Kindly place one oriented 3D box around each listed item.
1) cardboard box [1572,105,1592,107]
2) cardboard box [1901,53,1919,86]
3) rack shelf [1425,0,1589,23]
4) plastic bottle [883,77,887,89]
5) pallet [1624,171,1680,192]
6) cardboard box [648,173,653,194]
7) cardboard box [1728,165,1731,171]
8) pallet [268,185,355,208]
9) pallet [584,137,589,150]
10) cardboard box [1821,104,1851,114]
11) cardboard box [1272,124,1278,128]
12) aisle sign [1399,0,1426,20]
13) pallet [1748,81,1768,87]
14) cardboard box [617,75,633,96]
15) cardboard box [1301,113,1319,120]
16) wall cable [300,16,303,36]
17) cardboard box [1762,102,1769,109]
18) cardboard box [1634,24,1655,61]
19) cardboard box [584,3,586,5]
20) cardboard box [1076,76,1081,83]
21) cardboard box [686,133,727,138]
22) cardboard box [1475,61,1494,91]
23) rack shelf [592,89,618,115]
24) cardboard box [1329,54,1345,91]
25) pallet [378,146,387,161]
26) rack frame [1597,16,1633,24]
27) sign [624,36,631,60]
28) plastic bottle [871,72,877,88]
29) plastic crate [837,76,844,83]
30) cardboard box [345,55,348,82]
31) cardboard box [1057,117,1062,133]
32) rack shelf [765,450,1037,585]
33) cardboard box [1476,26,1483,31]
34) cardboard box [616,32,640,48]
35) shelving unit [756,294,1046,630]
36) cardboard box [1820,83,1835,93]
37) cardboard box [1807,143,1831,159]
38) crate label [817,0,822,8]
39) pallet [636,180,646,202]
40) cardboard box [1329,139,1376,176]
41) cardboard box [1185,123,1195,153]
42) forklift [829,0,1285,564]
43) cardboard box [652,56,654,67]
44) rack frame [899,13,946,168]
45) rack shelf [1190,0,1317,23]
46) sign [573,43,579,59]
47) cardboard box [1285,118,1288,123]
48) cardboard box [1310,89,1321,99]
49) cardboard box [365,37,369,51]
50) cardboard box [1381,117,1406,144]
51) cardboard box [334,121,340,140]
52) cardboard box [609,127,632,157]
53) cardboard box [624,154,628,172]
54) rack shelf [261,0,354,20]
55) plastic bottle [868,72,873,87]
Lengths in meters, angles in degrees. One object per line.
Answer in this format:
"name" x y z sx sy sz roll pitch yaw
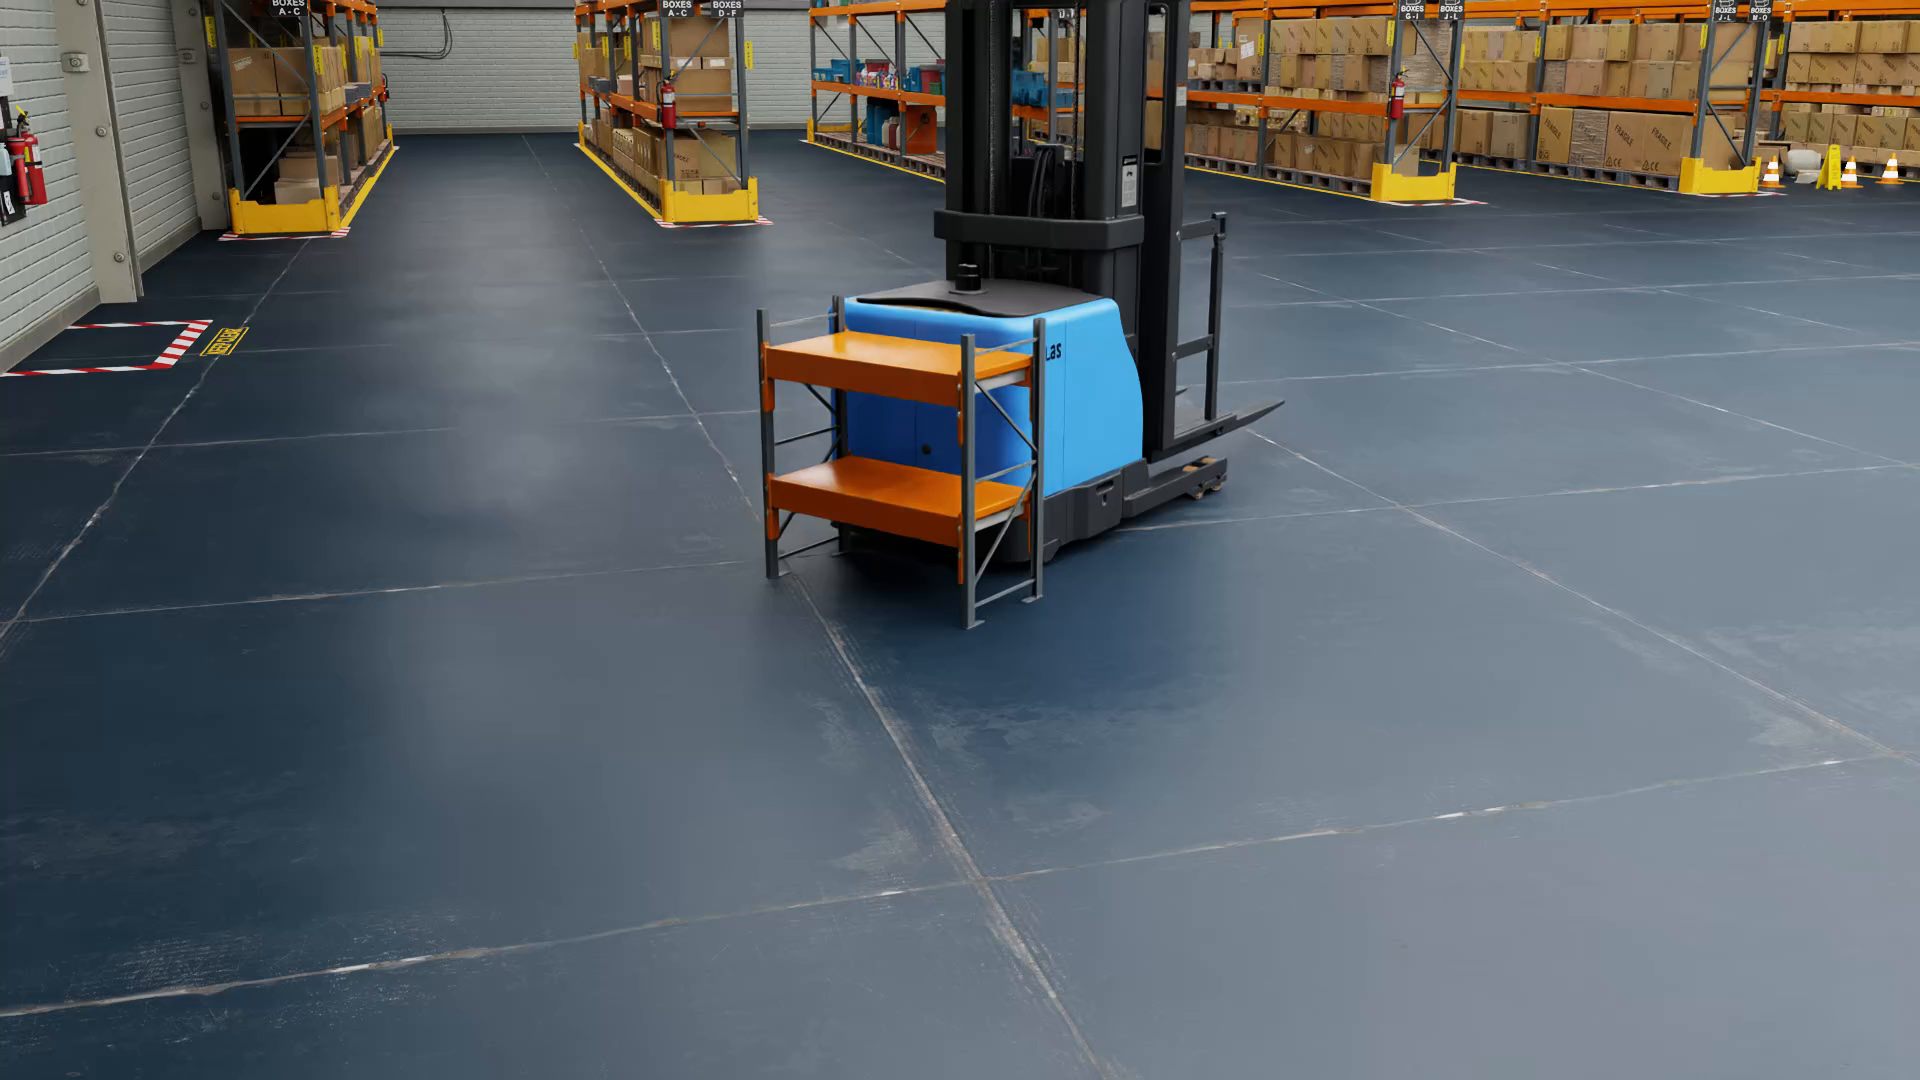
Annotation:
"cardboard box" 13.380 -8.852 34.670 0.875 0.875 0.875 -4 17 -15
"cardboard box" 15.382 -7.468 26.410 0.500 0.500 0.500 -5 17 -15
"rack shelf" 9.549 -9.343 29.379 1.077 0.370 4.000 -5 17 -15
"plastic bottle" -1.346 -8.317 30.272 0.097 0.201 0.097 0 17 0
"pallet" 10.903 -5.471 25.298 1.003 0.211 1.213 -5 17 -15
"cardboard box" -3.844 -4.730 22.034 0.500 0.250 0.500 -5 17 -15
"cardboard box" 12.342 -6.059 27.160 0.396 0.266 0.258 -2 17 -6
"pallet" -8.767 -4.640 22.533 1.003 0.211 1.213 -5 17 -15
"pallet" -7.281 -8.294 34.696 1.003 0.211 1.213 -5 17 -15
"cardboard box" 14.852 -7.305 28.177 0.380 0.149 0.250 -4 17 -13
"cardboard box" 7.173 -9.192 37.064 0.380 0.149 0.250 -4 17 -14
"aisle sign" 6.130 -7.431 22.459 0.394 0.787 0.004 -5 17 -15
"pallet" 14.314 -8.587 31.160 1.003 0.211 1.213 -5 17 -15
"cardboard box" -5.264 -7.353 26.870 0.500 0.311 0.500 -5 17 -16
"cardboard box" 7.552 -9.109 35.755 0.380 0.149 0.250 -4 17 -14
"wall cable" -13.545 -10.244 34.576 0.084 1.984 1.851 -5 17 -15
"cardboard box" 17.767 -9.489 36.316 0.380 0.149 0.250 -5 17 -15
"cardboard box" 10.870 -7.597 25.390 0.875 0.550 0.550 -5 17 -15
"cardboard box" -6.939 -10.382 31.847 0.500 0.250 0.500 -5 17 -15
"cardboard box" 2.633 -9.556 34.488 0.380 0.149 0.250 -4 17 -14
"cardboard box" -3.347 -5.130 22.062 0.500 0.500 0.500 -5 17 -15
"cardboard box" 9.420 -8.149 29.191 0.500 0.500 0.500 -5 17 -15
"rack shelf" -5.873 -7.867 29.677 1.077 0.370 4.000 -5 17 -15
"cardboard box" 5.928 -6.842 24.326 0.875 0.500 0.500 -5 17 -15
"pallet" -11.318 -7.253 31.230 1.003 0.211 1.213 -5 17 -15
"rack frame" 16.304 -11.830 41.621 1.000 3.000 0.127 -5 17 -15
"sign" -4.743 -7.023 23.742 0.100 0.325 0.005 -5 17 -15
"plastic bottle" -1.580 -8.617 31.141 0.152 0.276 0.135 -5 17 -15
"plastic crate" -2.225 -9.340 33.707 0.437 0.125 0.590 -5 17 -15
"cardboard box" -9.947 -7.395 25.917 0.700 0.500 0.500 -7 18 -22
"cardboard box" 2.507 -9.414 36.542 0.875 0.875 0.875 -5 17 -15
"rack shelf" -0.237 -0.110 6.709 1.000 0.278 0.538 12 21 35
"cardboard box" 11.950 -11.586 37.770 0.380 0.149 0.250 -5 17 -16
"cardboard box" -6.282 -9.444 31.765 0.500 0.500 0.500 -4 17 -14
"shelving unit" -0.238 -0.344 6.638 1.048 1.125 0.538 12 21 35
"cardboard box" 14.864 -7.676 28.230 0.380 0.149 0.250 -4 17 -14
"cardboard box" 14.890 -6.670 28.493 0.500 0.250 0.500 -4 17 -12
"crate label" -2.815 -11.346 35.054 0.408 0.251 0.502 -5 17 -15
"pallet" -4.046 -4.993 23.707 1.003 0.211 1.213 -5 17 -15
"cardboard box" 5.895 -5.743 24.971 0.500 0.500 0.500 -3 17 -10
"cardboard box" 4.406 -7.270 30.021 0.700 0.500 0.500 -6 18 -18
"forklift" 0.675 -1.671 7.919 1.130 2.935 3.031 11 20 33
"cardboard box" -3.907 -6.392 22.217 0.380 0.149 0.250 -5 17 -16
"rack frame" -0.560 -8.049 29.032 1.000 3.000 0.127 -5 17 -15
"rack shelf" 4.752 -8.979 28.166 1.077 0.370 4.000 -5 17 -15
"sign" -8.044 -10.243 34.831 0.100 0.325 0.005 -5 17 -15
"cardboard box" 7.356 -9.175 36.490 0.380 0.149 0.250 -5 17 -15
"cardboard box" 5.497 -6.716 25.034 0.380 0.149 0.250 -5 17 -15
"cardboard box" -10.810 -8.822 29.578 0.500 0.250 0.500 -4 17 -14
"cardboard box" 8.567 -7.970 32.385 0.500 0.500 0.500 -5 17 -16
"cardboard box" -9.595 -6.138 24.950 0.500 0.250 0.500 -5 17 -16
"cardboard box" -5.806 -6.912 28.828 0.500 0.500 0.500 -4 17 -13
"cardboard box" -4.895 -5.809 25.627 0.500 0.250 0.500 -4 17 -14
"rack shelf" -9.536 -7.804 24.255 1.077 0.370 4.000 -5 17 -15
"plastic bottle" -1.644 -8.681 31.354 0.152 0.276 0.135 -5 17 -15
